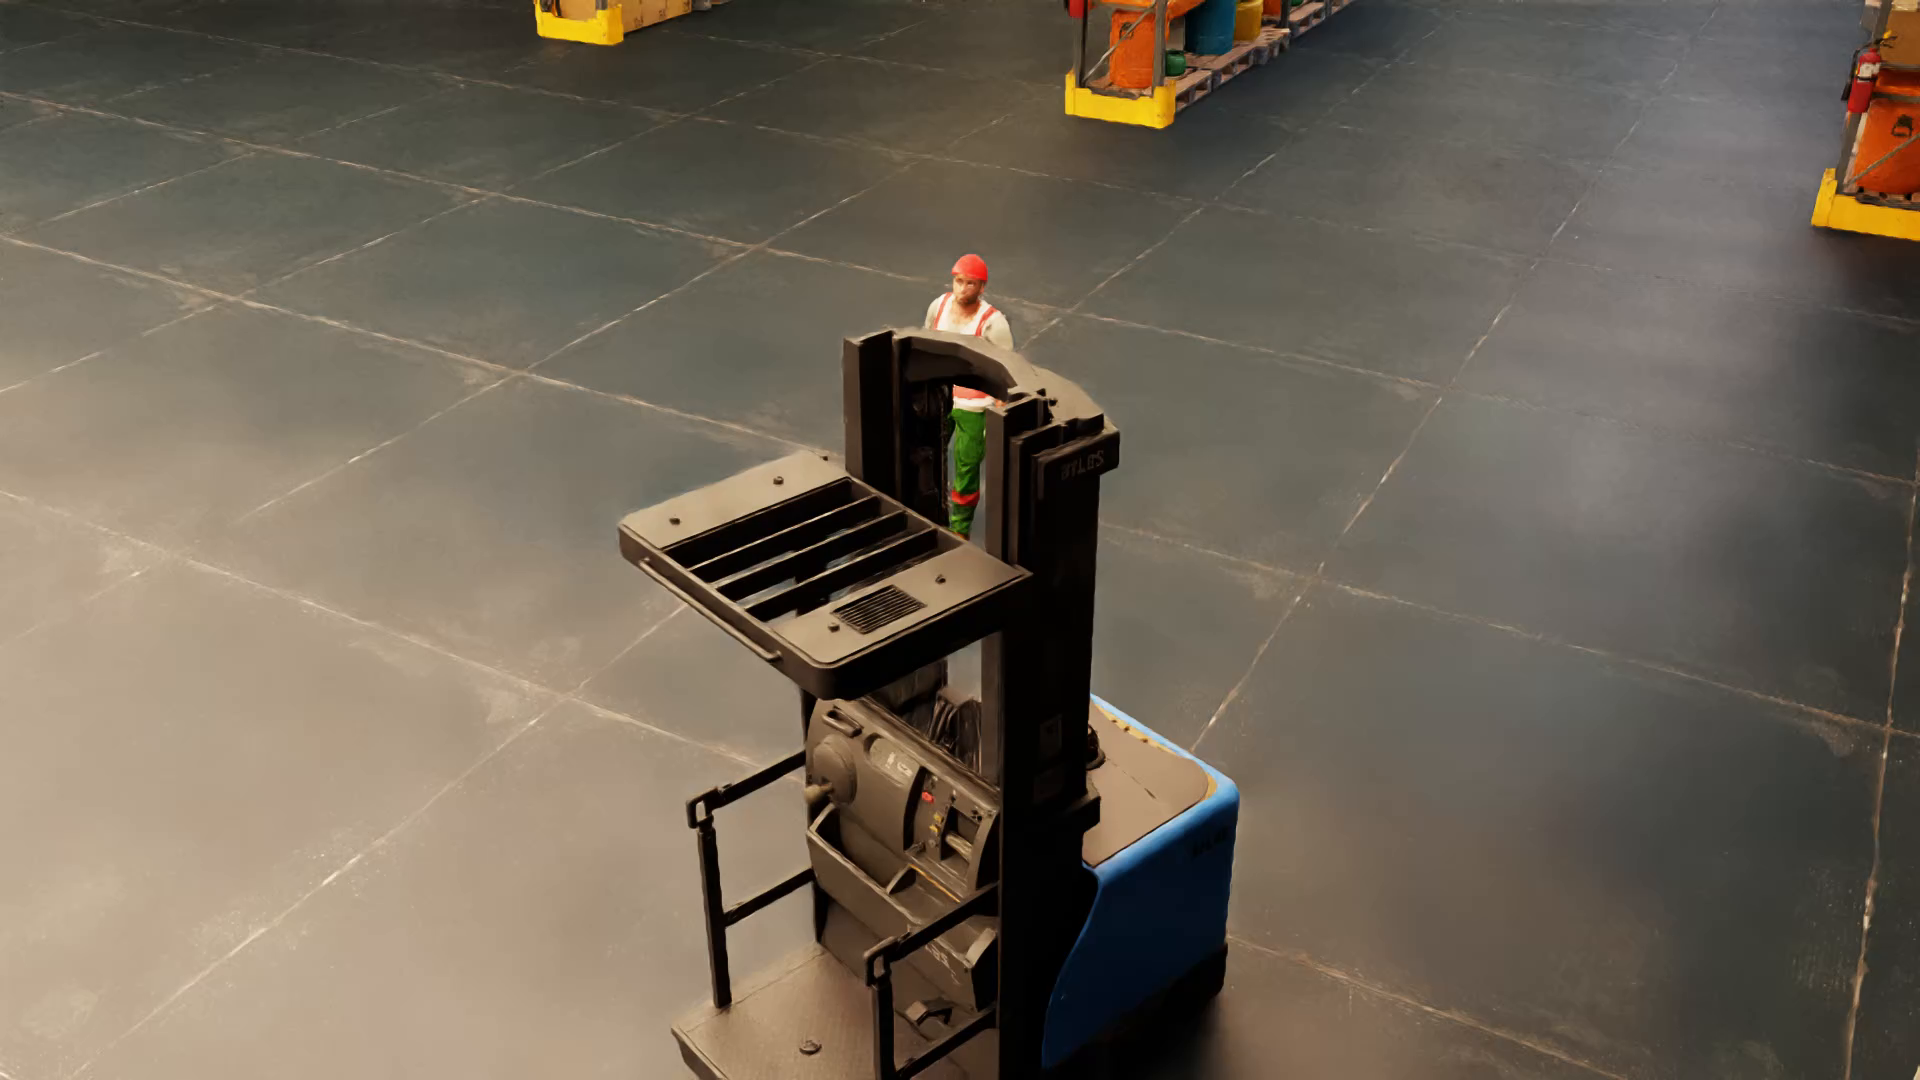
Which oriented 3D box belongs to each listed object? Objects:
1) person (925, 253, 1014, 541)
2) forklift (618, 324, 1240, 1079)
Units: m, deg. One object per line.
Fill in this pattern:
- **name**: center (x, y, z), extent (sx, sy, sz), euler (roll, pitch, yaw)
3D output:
- **person**: center (-0.049, -0.748, 9.496), extent (0.637, 1.787, 0.563), euler (15, 33, 25)
- **forklift**: center (-0.370, 0.883, 5.540), extent (3.031, 2.935, 1.130), euler (-24, 37, -35)
